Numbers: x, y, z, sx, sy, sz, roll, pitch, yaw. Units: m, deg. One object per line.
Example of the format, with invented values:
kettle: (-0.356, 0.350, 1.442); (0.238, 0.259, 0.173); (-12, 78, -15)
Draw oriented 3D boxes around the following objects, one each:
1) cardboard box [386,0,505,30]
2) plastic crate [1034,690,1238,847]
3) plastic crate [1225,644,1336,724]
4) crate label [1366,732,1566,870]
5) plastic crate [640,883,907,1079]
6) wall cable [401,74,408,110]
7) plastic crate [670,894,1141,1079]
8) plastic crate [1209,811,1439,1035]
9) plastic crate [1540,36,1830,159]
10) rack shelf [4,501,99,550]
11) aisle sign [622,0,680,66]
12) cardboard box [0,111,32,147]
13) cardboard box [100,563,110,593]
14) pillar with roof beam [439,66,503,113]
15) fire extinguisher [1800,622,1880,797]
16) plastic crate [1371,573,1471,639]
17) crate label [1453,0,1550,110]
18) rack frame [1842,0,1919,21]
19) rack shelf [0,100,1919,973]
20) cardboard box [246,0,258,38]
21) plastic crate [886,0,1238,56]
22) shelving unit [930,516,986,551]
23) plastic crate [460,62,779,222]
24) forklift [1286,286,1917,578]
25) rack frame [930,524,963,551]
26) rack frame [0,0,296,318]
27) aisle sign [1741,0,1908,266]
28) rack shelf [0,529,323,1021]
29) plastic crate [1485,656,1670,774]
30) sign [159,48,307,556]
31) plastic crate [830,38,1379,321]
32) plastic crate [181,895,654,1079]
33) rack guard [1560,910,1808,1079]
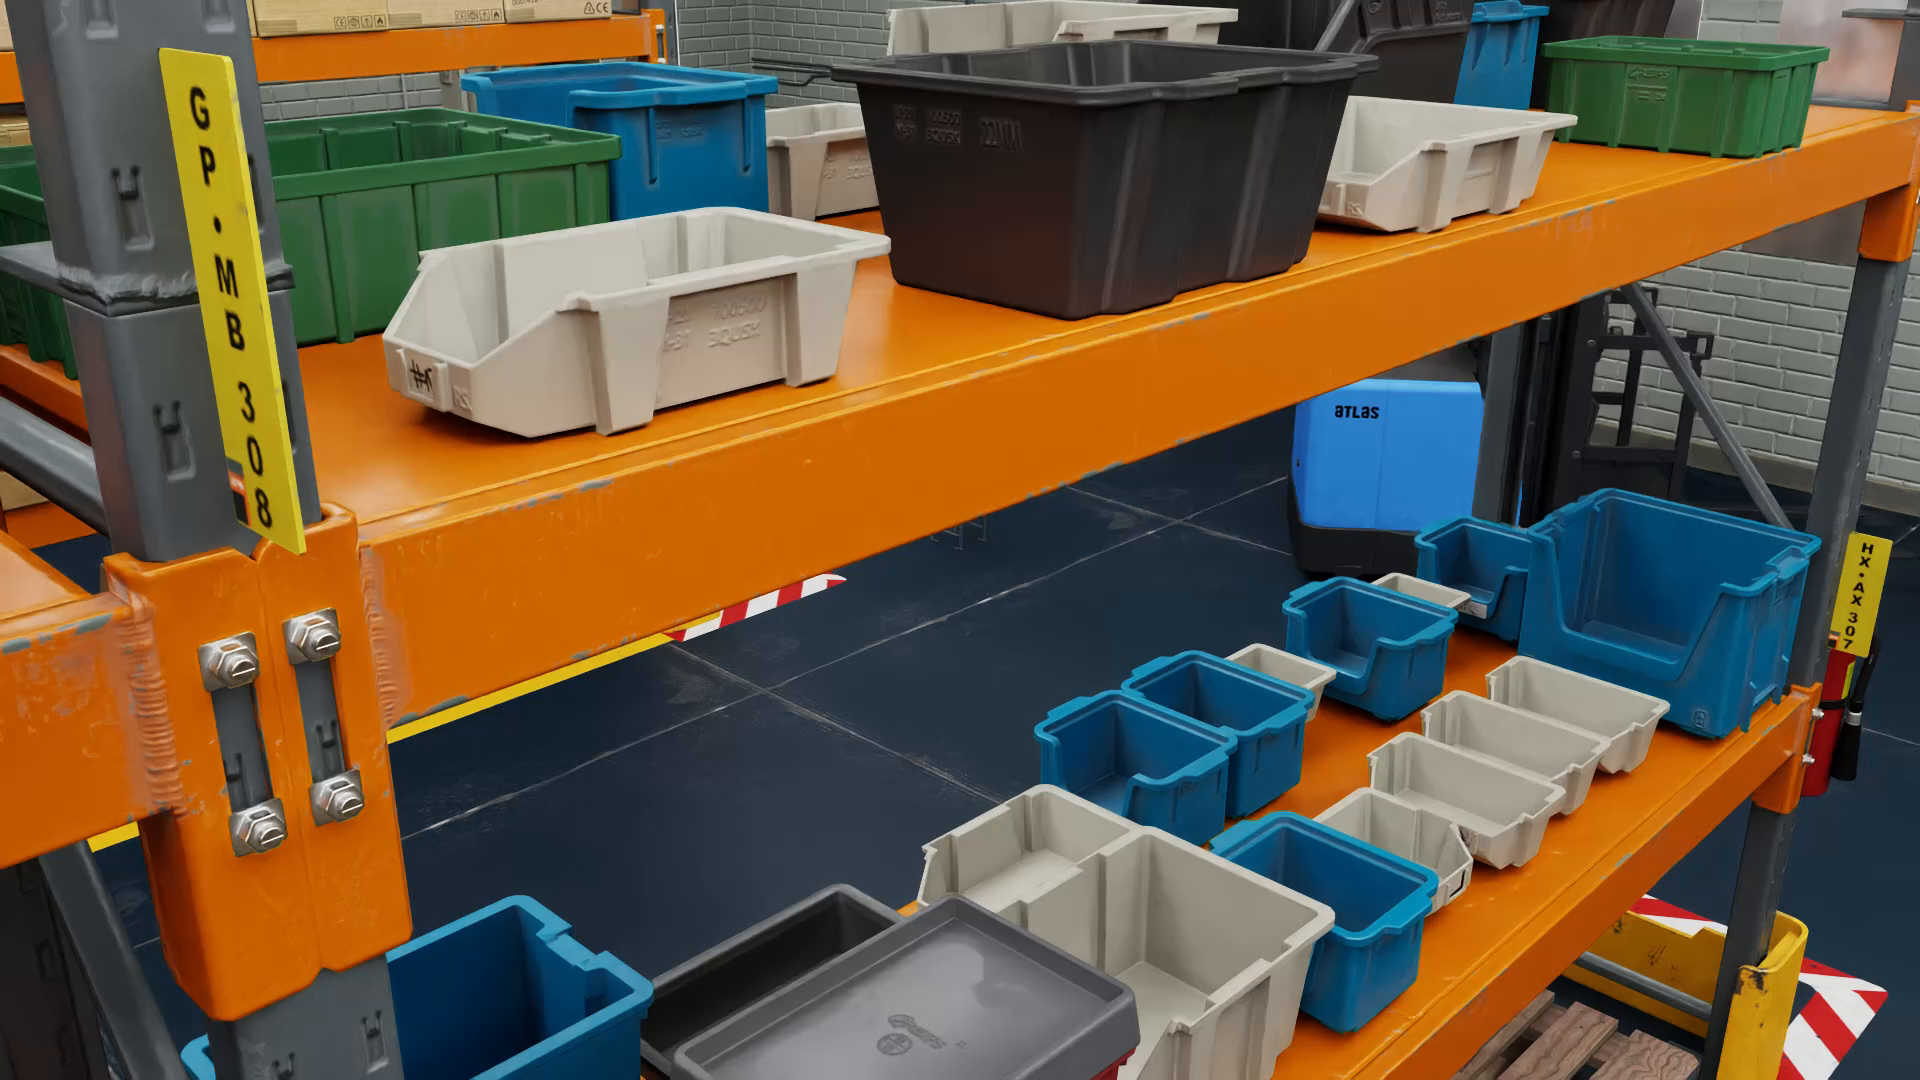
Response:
cardboard box: (-2.155, -2.162, 6.548); (0.500, 0.250, 0.500); (19, 28, 41)
plastic crate: (0.382, 0.531, 3.661); (0.416, 0.233, 0.300); (19, 28, 41)
plastic crate: (0.753, 0.397, 4.145); (0.250, 0.136, 0.298); (19, 28, 41)
crate label: (1.089, 0.583, 3.660); (0.396, 0.136, 0.243); (19, 28, 41)
plastic crate: (-0.284, 0.858, 2.961); (0.437, 0.125, 0.590); (19, 28, 41)
wall cable: (-4.965, -3.435, 12.415); (0.084, 1.984, 1.851); (19, 28, 41)
plastic crate: (-0.070, 0.888, 2.410); (0.402, 0.464, 0.583); (19, 28, 41)
plastic crate: (0.669, 0.727, 3.152); (0.416, 0.233, 0.300); (19, 28, 41)
plastic crate: (1.434, -0.892, 3.328); (0.450, 0.188, 0.336); (19, 28, 41)
rack shelf: (-3.024, -0.306, 6.693); (1.077, 0.370, 4.000); (19, 28, 41)
aisle sign: (-1.361, -2.310, 7.281); (0.394, 0.787, 0.004); (19, 28, 41)
cardboard box: (-6.028, -2.212, 10.229); (0.980, 0.700, 0.700); (19, 28, 40)
cardboard box: (-3.112, 0.348, 6.855); (0.797, 0.503, 0.637); (19, 28, 41)
pillar with roof beam: (-0.832, -5.028, 9.614); (9.100, 9.000, 0.400); (19, 28, 41)
fire extinguisher: (2.349, 0.370, 4.559); (0.296, 0.674, 0.183); (19, 28, 41)
plastic crate: (1.227, 0.222, 4.599); (0.250, 0.136, 0.298); (19, 28, 41)
crate label: (1.043, -1.090, 3.756); (0.408, 0.251, 0.502); (19, 28, 41)
rack frame: (1.918, -2.716, 3.597); (1.000, 3.000, 0.127); (19, 28, 41)
rack shelf: (0.523, -0.466, 2.927); (1.077, 0.370, 4.000); (19, 28, 41)
cardboard box: (-2.854, -1.906, 5.881); (0.500, 0.250, 0.500); (19, 28, 41)
plastic crate: (0.151, -0.768, 2.875); (0.437, 0.282, 0.530); (19, 28, 41)
shelving unit: (-0.010, -0.556, 8.850); (0.258, 1.200, 0.189); (19, 28, 41)
plastic crate: (-0.466, -0.523, 2.307); (0.416, 0.233, 0.300); (19, 28, 41)
forklift: (3.282, -1.262, 8.273); (3.031, 2.935, 1.130); (3, 21, 7)
rack frame: (-0.074, -0.533, 8.788); (0.240, 1.200, 0.006); (19, 28, 41)
rack frame: (-0.873, -1.687, 0.922); (1.000, 3.000, 0.127); (19, 28, 41)
aisle sign: (2.178, -1.074, 4.065); (0.394, 0.787, 0.004); (19, 28, 41)
rack shelf: (-2.268, 0.563, 0.252); (1.077, 0.370, 4.000); (19, 28, 41)
plastic crate: (1.479, 0.435, 4.047); (0.396, 0.136, 0.243); (19, 28, 41)
sign: (-0.480, -0.153, 1.099); (0.100, 0.325, 0.005); (19, 28, 41)
plastic crate: (0.190, -0.477, 2.136); (0.497, 0.269, 0.590); (19, 28, 41)
plastic crate: (-0.791, 0.887, 2.525); (0.392, 0.384, 0.575); (19, 28, 41)
rack guard: (1.925, 1.242, 5.147); (1.175, 0.500, 0.348); (19, 28, 41)
